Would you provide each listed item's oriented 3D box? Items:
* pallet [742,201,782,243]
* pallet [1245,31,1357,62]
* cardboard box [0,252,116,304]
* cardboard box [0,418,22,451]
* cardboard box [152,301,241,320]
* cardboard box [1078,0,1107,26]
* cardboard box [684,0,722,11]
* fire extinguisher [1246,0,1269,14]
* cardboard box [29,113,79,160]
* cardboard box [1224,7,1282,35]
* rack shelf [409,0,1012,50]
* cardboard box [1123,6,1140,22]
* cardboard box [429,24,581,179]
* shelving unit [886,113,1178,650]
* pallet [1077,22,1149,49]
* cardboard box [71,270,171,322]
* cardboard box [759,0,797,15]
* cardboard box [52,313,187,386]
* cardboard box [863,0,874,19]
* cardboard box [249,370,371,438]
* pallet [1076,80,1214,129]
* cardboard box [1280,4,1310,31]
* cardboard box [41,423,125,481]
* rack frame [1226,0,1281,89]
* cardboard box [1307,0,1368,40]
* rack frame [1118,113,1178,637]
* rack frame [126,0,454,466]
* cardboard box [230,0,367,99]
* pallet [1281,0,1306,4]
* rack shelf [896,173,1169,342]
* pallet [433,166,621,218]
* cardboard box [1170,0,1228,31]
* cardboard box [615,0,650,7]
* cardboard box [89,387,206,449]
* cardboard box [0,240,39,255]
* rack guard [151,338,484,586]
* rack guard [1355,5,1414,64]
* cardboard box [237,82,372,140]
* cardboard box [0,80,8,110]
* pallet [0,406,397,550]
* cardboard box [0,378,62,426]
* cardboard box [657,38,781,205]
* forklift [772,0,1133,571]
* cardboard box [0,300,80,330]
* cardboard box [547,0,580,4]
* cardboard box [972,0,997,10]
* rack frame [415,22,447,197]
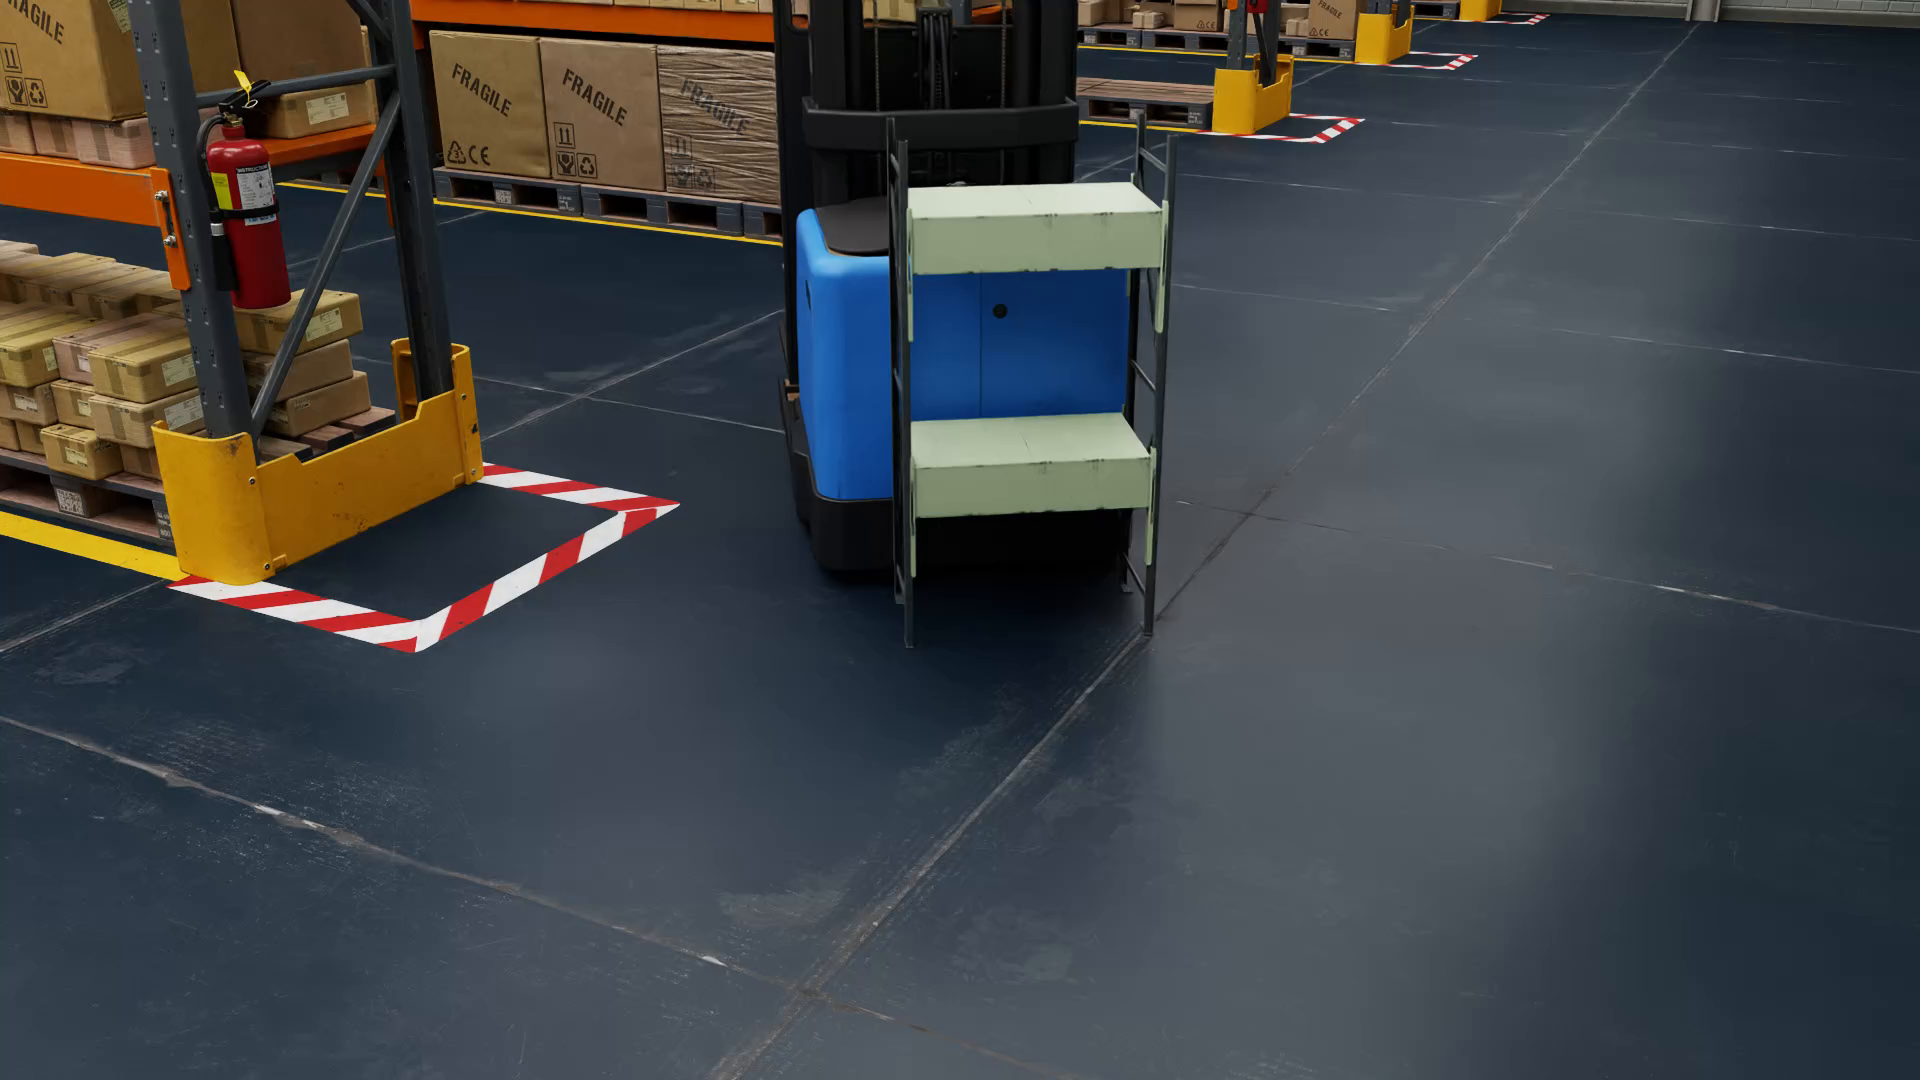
[{"bbox_3d":[-0.556,-1.988,10.156,1.213,0.211,1.003,11,25,25],"label":"pallet"},{"bbox_3d":[3.887,-5.487,18.384,1.213,0.211,1.003,11,25,25],"label":"pallet"},{"bbox_3d":[-3.633,-1.035,6.697,0.250,0.149,0.380,12,26,25],"label":"cardboard box"},{"bbox_3d":[-3.397,-0.471,6.130,0.250,0.149,0.380,11,26,25],"label":"cardboard box"},{"bbox_3d":[-2.749,-0.816,6.182,0.250,0.149,0.380,12,26,25],"label":"cardboard box"},{"bbox_3d":[1.374,-6.139,19.225,0.500,0.311,0.500,11,25,25],"label":"cardboard box"},{"bbox_3d":[-1.417,-3.215,9.799,0.250,0.149,0.380,11,26,25],"label":"cardboard box"},{"bbox_3d":[2.358,-4.495,13.062,0.183,0.674,0.296,11,25,25],"label":"fire extinguisher"},{"bbox_3d":[-2.758,-1.344,5.397,0.250,0.149,0.380,11,25,24],"label":"cardboard box"},{"bbox_3d":[3.236,-5.742,18.371,0.500,0.250,0.500,11,25,25],"label":"cardboard box"},{"bbox_3d":[-1.592,-3.180,10.314,4.000,0.370,1.077,11,25,25],"label":"rack shelf"},{"bbox_3d":[2.095,-6.167,19.499,0.250,0.149,0.380,11,25,25],"label":"cardboard box"},{"bbox_3d":[-2.824,-2.935,10.997,0.875,0.875,0.875,11,25,25],"label":"cardboard box"},{"bbox_3d":[0.188,-0.456,4.907,0.755,1.500,0.431,-3,23,-7],"label":"shelving unit"},{"bbox_3d":[1.709,-5.918,19.397,1.213,0.211,1.003,11,25,25],"label":"pallet"},{"bbox_3d":[-3.175,-0.920,6.427,0.250,0.149,0.380,10,25,22],"label":"cardboard box"},{"bbox_3d":[-0.953,-3.125,9.586,0.250,0.149,0.380,12,26,25],"label":"cardboard box"},{"bbox_3d":[-2.920,-0.668,5.833,0.250,0.149,0.380,12,26,26],"label":"cardboard box"},{"bbox_3d":[-0.506,-3.035,9.375,0.250,0.149,0.380,11,26,25],"label":"cardboard box"},{"bbox_3d":[-2.458,-0.529,6.267,0.250,0.149,0.380,12,26,26],"label":"cardboard box"},{"bbox_3d":[1.710,-3.764,14.330,1.213,0.211,1.003,11,25,25],"label":"pallet"},{"bbox_3d":[3.863,-5.837,18.595,0.500,0.250,0.500,11,25,25],"label":"cardboard box"},{"bbox_3d":[-2.974,-0.355,5.858,0.250,0.149,0.380,12,26,26],"label":"cardboard box"},{"bbox_3d":[2.428,-4.888,13.410,0.127,3.000,1.000,11,25,25],"label":"rack frame"},{"bbox_3d":[4.070,-5.679,17.903,0.500,0.500,0.500,11,25,25],"label":"cardboard box"},{"bbox_3d":[0.551,-0.475,4.950,0.023,1.500,0.400,-3,23,-7],"label":"rack frame"},{"bbox_3d":[-2.135,-1.443,5.311,0.127,3.000,1.000,11,25,25],"label":"rack frame"},{"bbox_3d":[-2.411,-1.802,5.646,0.500,0.500,0.500,13,26,27],"label":"cardboard box"},{"bbox_3d":[5.065,-7.394,22.867,1.213,0.211,1.003,11,25,25],"label":"pallet"},{"bbox_3d":[0.188,-0.816,4.754,0.720,0.370,0.431,-3,23,-7],"label":"rack shelf"},{"bbox_3d":[-2.733,-2.419,11.169,1.213,0.211,1.003,11,25,25],"label":"pallet"},{"bbox_3d":[2.776,-6.047,18.764,0.637,0.503,0.797,11,25,25],"label":"cardboard box"},{"bbox_3d":[-1.871,-3.305,10.010,0.250,0.149,0.380,10,25,23],"label":"cardboard box"},{"bbox_3d":[-2.735,-0.455,5.713,0.250,0.149,0.380,10,25,23],"label":"cardboard box"},{"bbox_3d":[-4.072,-1.128,6.916,0.250,0.149,0.380,10,25,23],"label":"cardboard box"},{"bbox_3d":[-2.203,-0.306,5.832,0.348,0.500,1.175,11,25,25],"label":"rack guard"},{"bbox_3d":[4.599,-5.480,17.997,0.348,0.500,1.175,11,25,25],"label":"rack guard"},{"bbox_3d":[-2.276,-1.499,5.764,0.250,0.149,0.380,11,25,24],"label":"cardboard box"},{"bbox_3d":[-3.109,-1.708,5.426,0.500,0.500,0.500,11,25,24],"label":"cardboard box"},{"bbox_3d":[-2.912,-0.329,6.255,1.213,0.211,1.003,11,25,25],"label":"pallet"},{"bbox_3d":[-3.199,-0.546,5.928,0.250,0.149,0.380,10,25,22],"label":"cardboard box"},{"bbox_3d":[-1.226,-2.619,10.254,0.875,0.875,0.875,11,25,25],"label":"cardboard box"},{"bbox_3d":[-0.159,-1.793,6.222,1.130,2.935,3.031,-3,23,-8],"label":"forklift"},{"bbox_3d":[-3.411,-0.737,5.996,0.250,0.149,0.380,10,25,22],"label":"cardboard box"},{"bbox_3d":[-2.329,-3.396,10.225,0.250,0.149,0.380,11,25,24],"label":"cardboard box"},{"bbox_3d":[0.025,-3.220,9.810,0.250,0.149,0.380,12,26,25],"label":"cardboard box"},{"bbox_3d":[-3.376,-3.864,11.003,0.127,3.000,1.000,11,25,25],"label":"rack frame"}]
